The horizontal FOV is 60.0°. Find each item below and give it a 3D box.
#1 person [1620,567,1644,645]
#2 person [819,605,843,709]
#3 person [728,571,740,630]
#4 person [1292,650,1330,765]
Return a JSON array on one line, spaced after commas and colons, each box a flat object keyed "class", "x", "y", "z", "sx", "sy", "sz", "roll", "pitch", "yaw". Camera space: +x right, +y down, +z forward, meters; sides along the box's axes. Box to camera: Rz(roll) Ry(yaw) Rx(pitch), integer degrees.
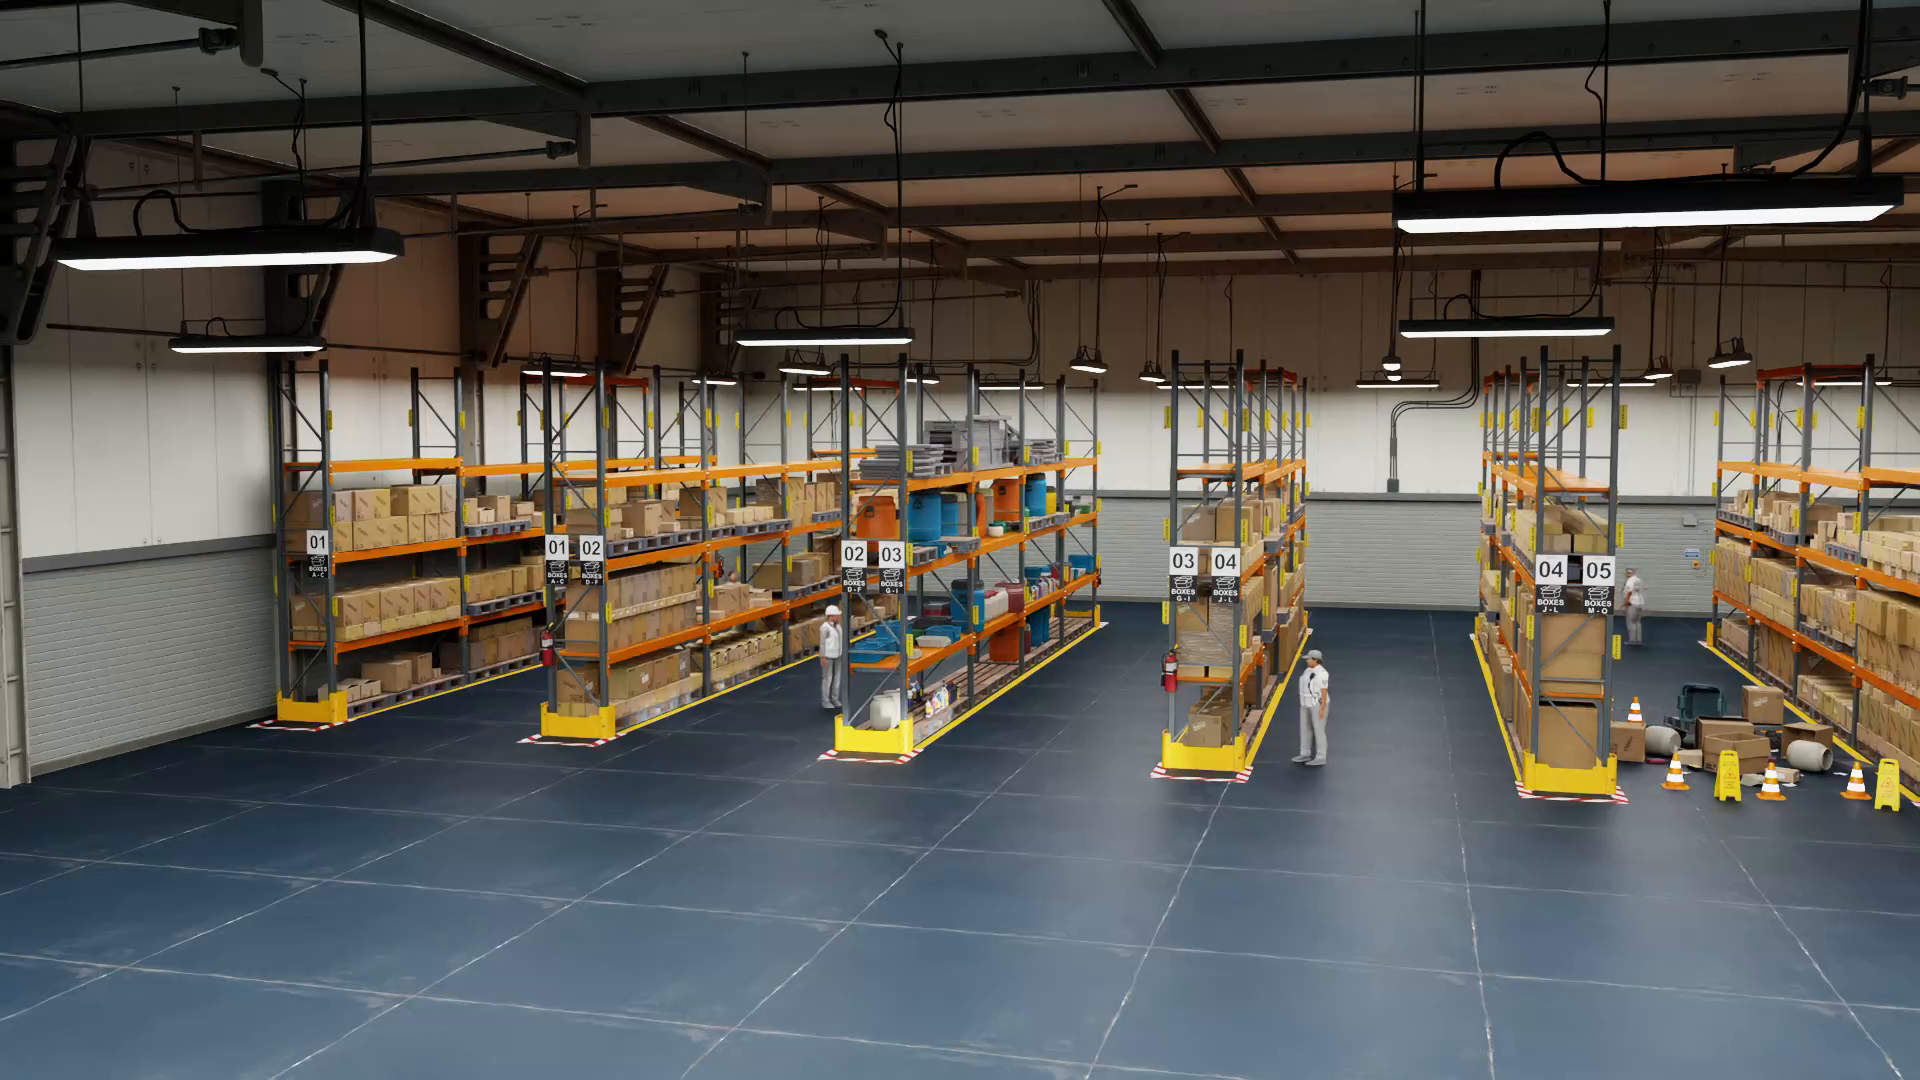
[{"class": "person", "x": 14.989, "y": 1.470, "z": 37.011, "sx": 0.586, "sy": 1.757, "sz": 0.416, "roll": -4, "pitch": 6, "yaw": -44}, {"class": "person", "x": -2.226, "y": 2.022, "z": 28.870, "sx": 0.405, "sy": 1.790, "sz": 0.569, "roll": 3, "pitch": 5, "yaw": 34}, {"class": "person", "x": -5.123, "y": 1.497, "z": 37.417, "sx": 0.405, "sy": 1.621, "sz": 1.030, "roll": 1, "pitch": 4, "yaw": 16}, {"class": "person", "x": 5.126, "y": 2.422, "z": 24.193, "sx": 0.433, "sy": 1.664, "sz": 0.536, "roll": -2, "pitch": 5, "yaw": -28}]
